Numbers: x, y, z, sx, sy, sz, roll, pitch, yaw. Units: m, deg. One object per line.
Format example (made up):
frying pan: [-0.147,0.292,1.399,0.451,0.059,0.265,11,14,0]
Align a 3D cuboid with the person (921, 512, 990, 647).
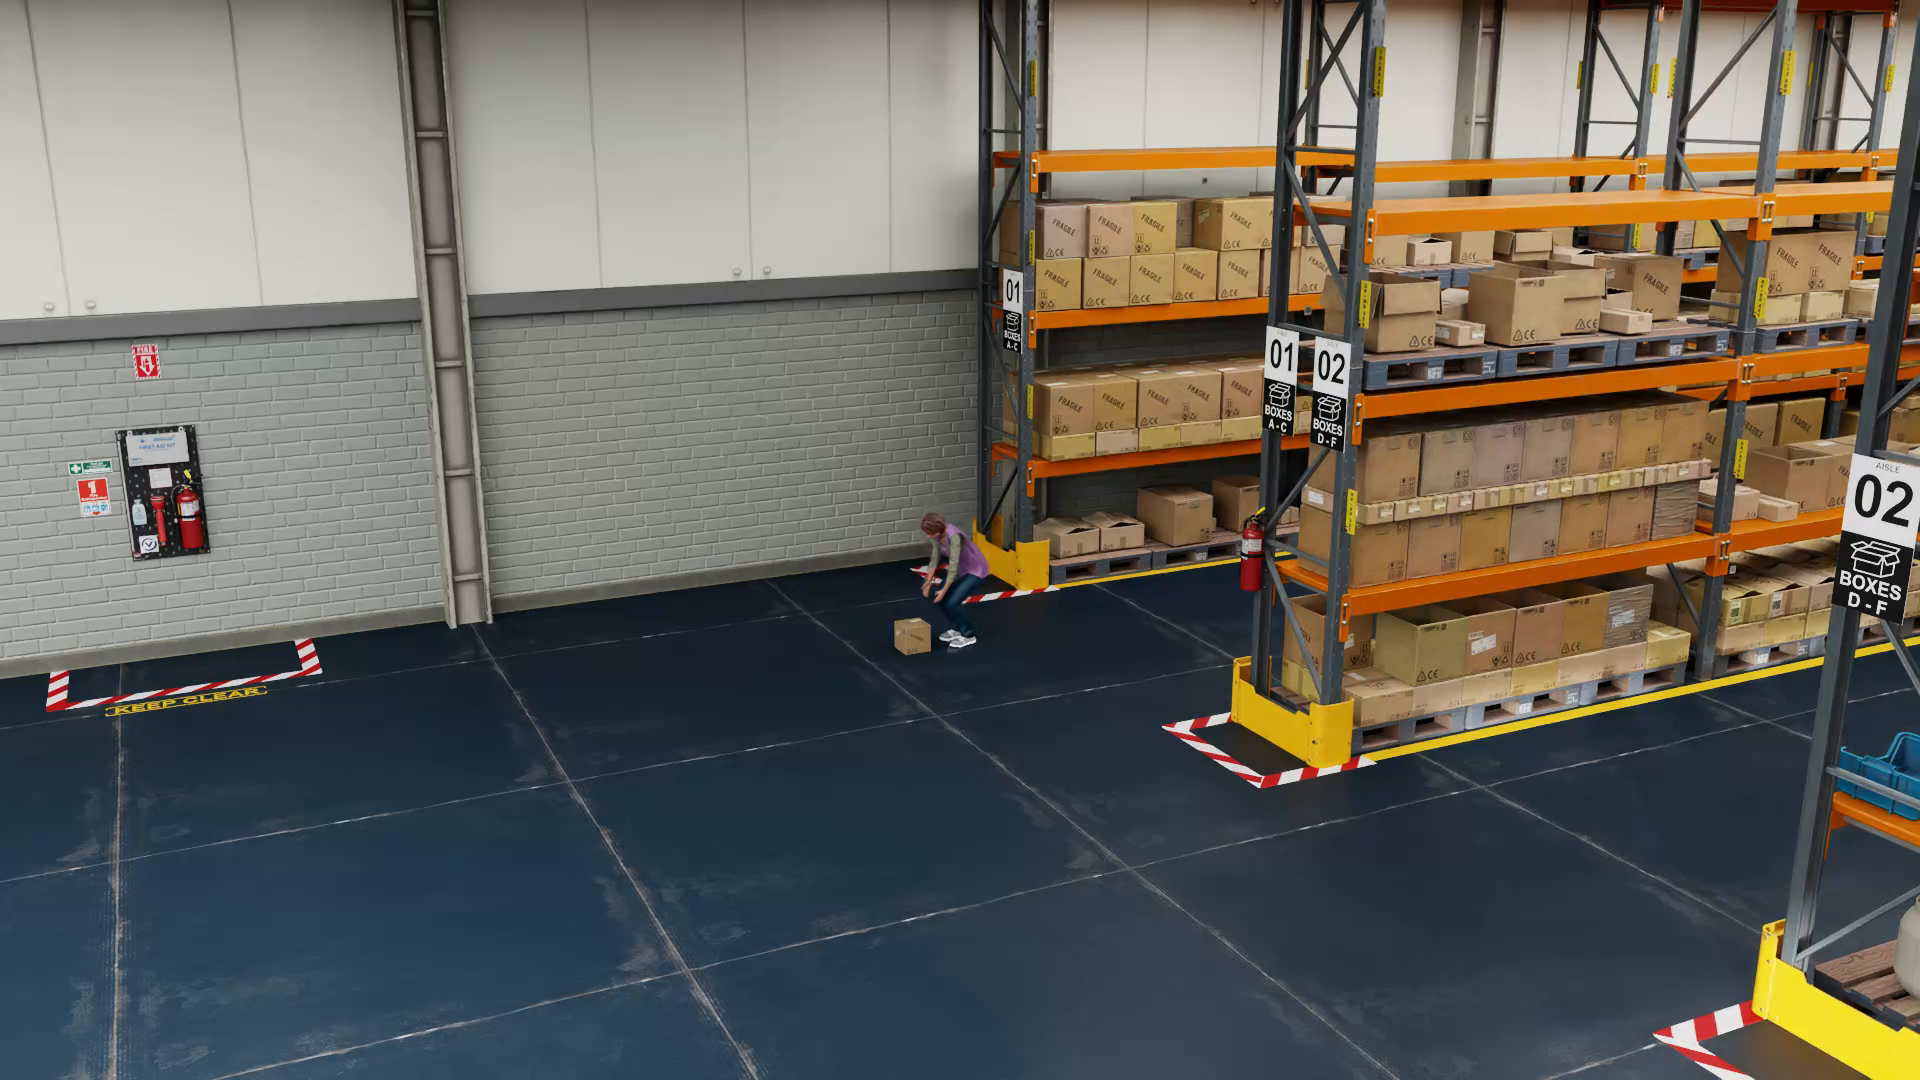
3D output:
person: [-0.043,0.352,15.117,0.673,1.255,0.463,-7,17,-25]
